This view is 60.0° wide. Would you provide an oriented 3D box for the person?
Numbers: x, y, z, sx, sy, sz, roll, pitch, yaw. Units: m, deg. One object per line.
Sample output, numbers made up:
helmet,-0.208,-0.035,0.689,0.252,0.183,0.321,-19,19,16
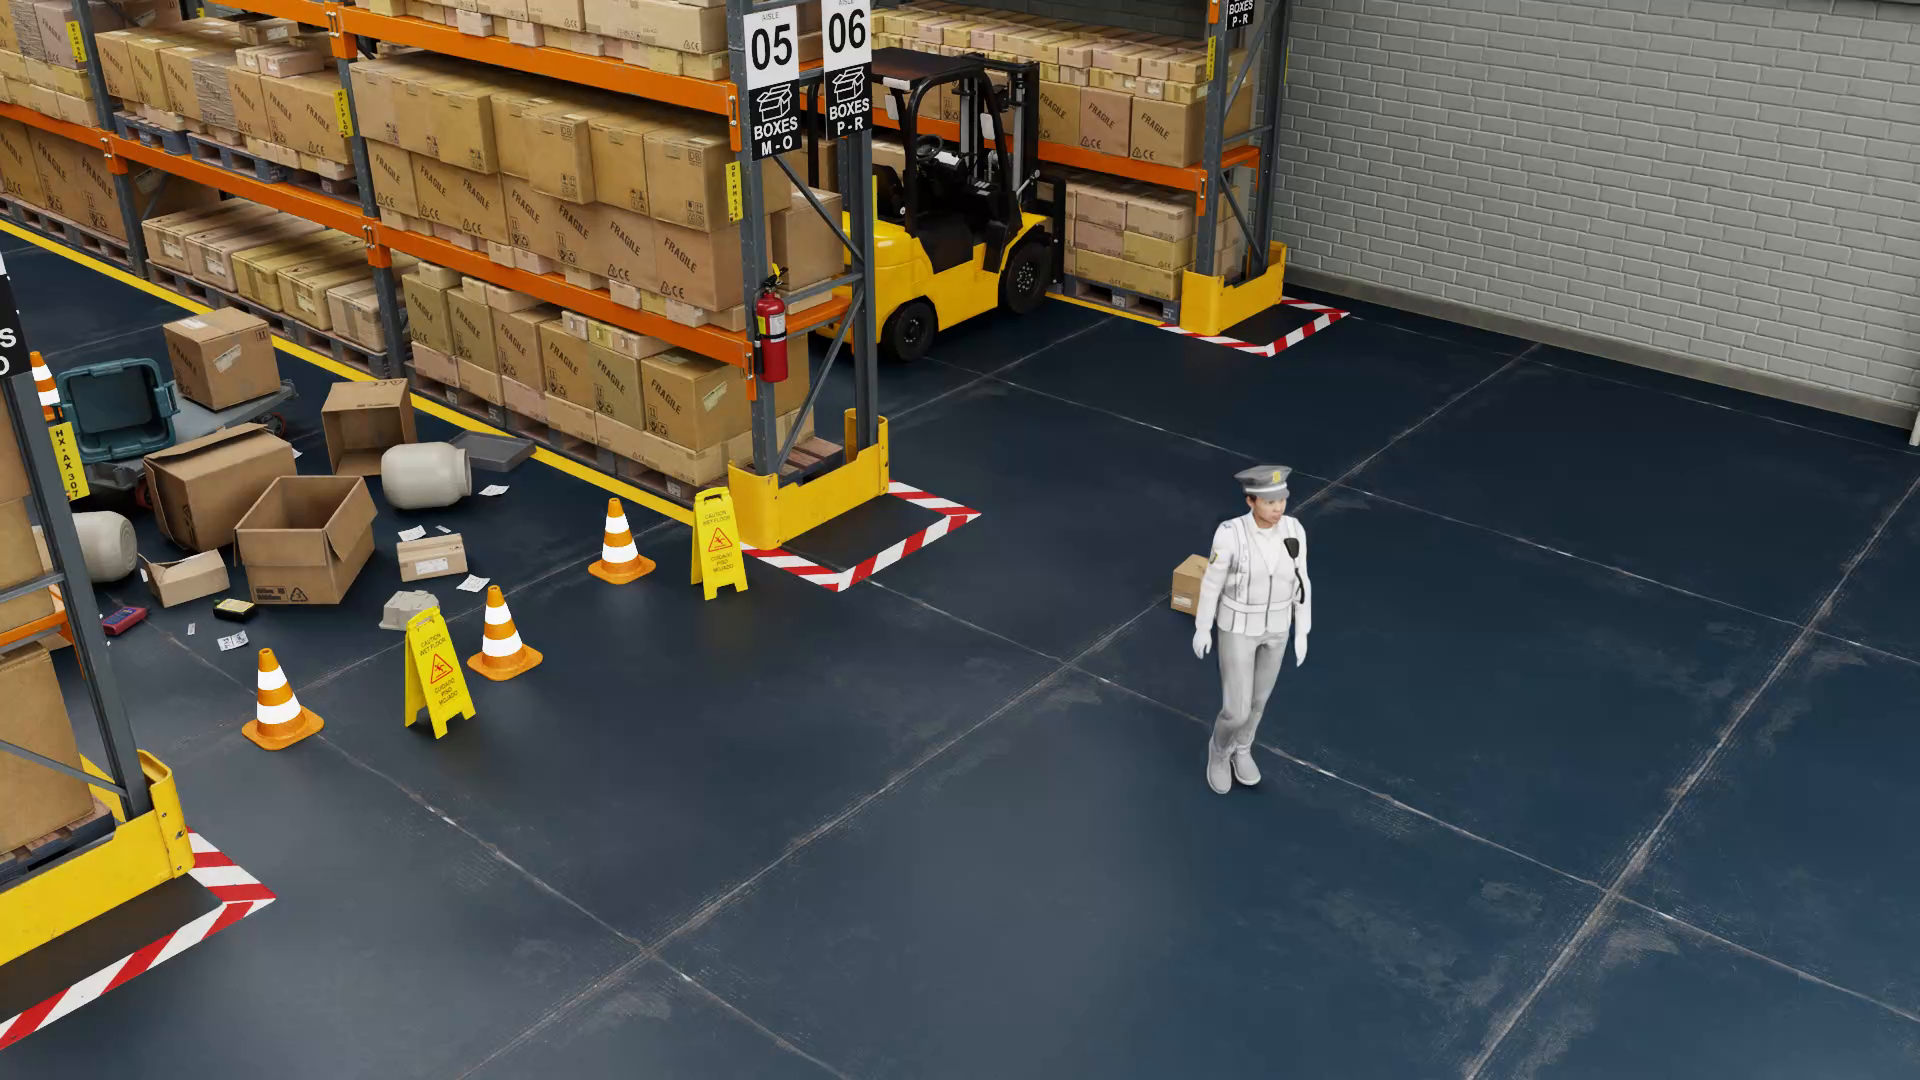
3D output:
person,1.378,0.442,7.713,0.519,1.716,0.439,-7,28,-14
